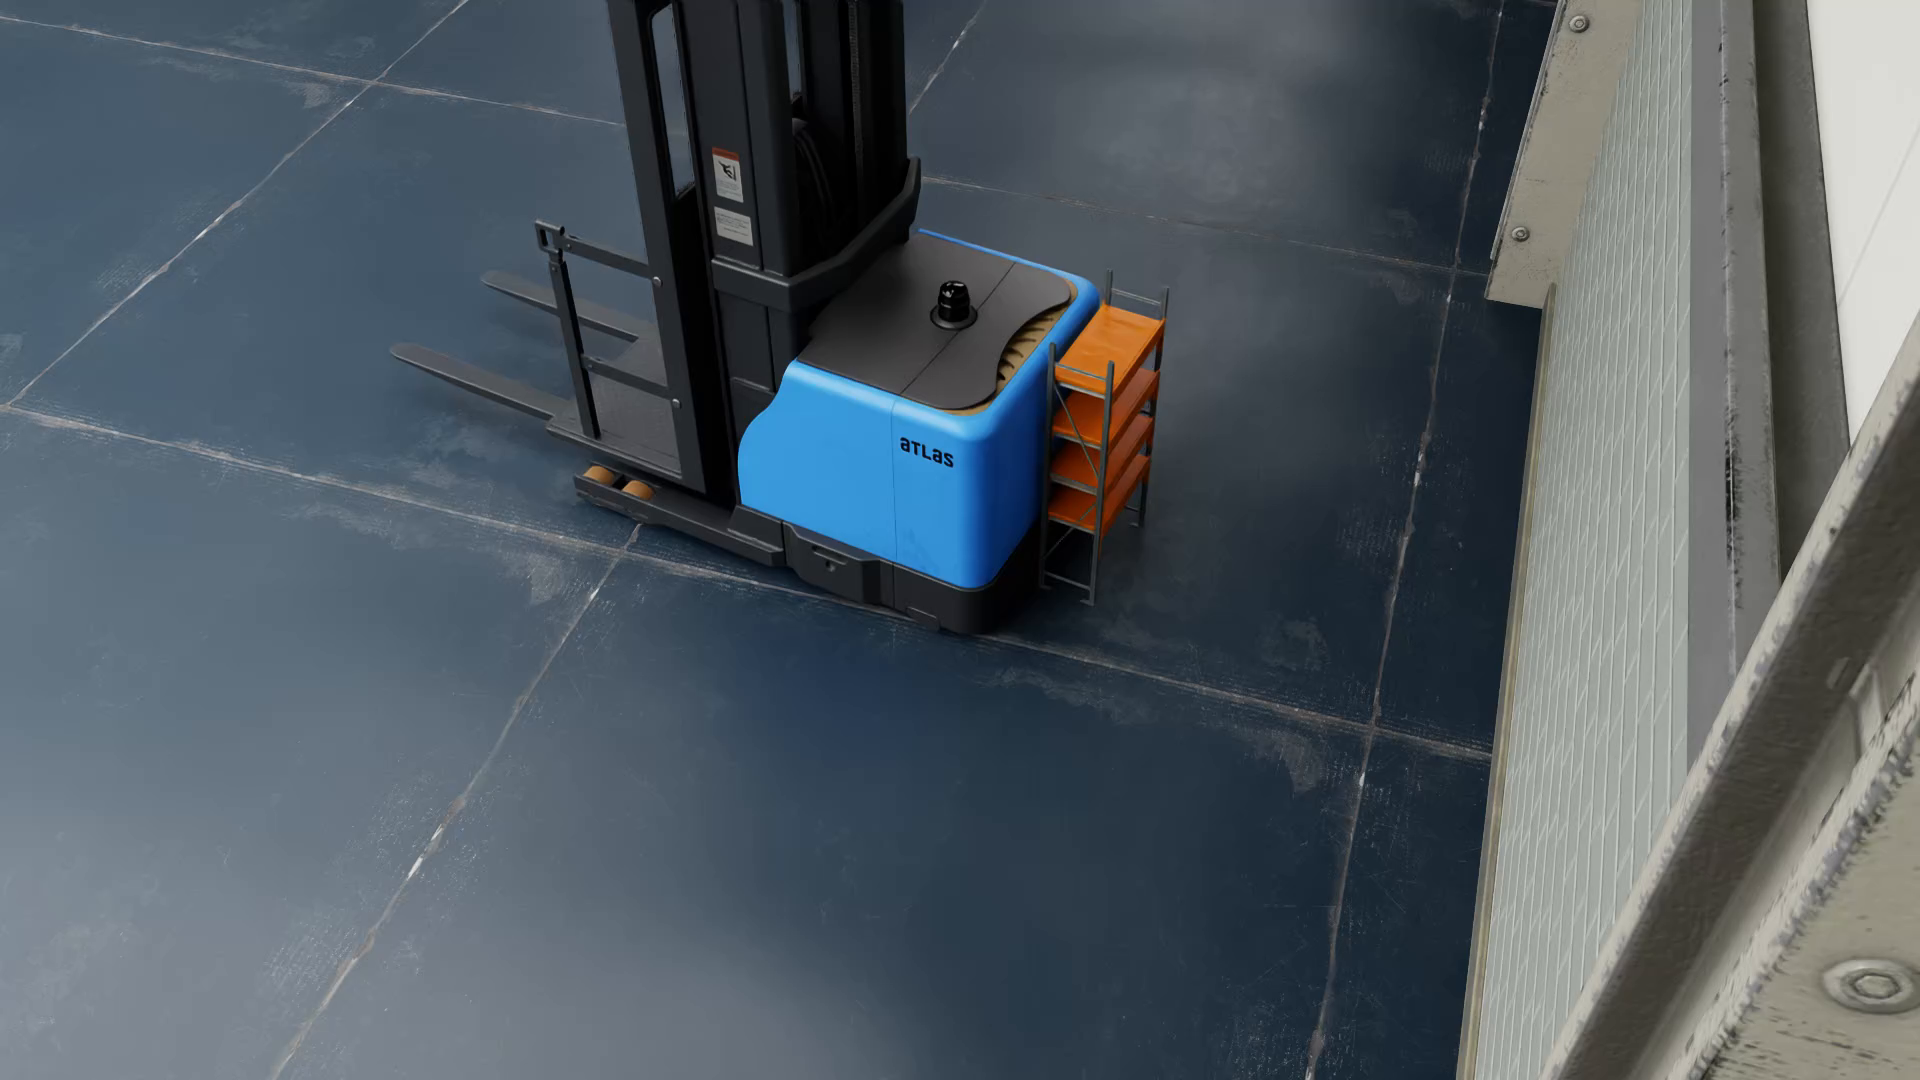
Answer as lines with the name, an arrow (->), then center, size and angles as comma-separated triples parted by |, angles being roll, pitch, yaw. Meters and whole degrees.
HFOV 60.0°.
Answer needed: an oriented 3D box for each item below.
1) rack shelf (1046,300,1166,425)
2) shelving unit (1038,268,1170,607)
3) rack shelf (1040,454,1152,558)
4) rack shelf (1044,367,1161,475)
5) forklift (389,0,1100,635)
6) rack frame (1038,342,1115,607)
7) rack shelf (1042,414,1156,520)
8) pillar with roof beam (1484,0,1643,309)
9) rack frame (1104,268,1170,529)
rack shelf -> 0.530, -0.644, 5.989 | 0.258, 0.148, 0.480 | 20, 48, 19
shelving unit -> 0.530, -0.364, 6.264 | 0.258, 1.200, 0.503 | 20, 48, 19
rack shelf -> 0.530, -0.174, 6.450 | 0.258, 0.148, 0.480 | 20, 48, 19
rack shelf -> 0.530, -0.475, 6.154 | 0.258, 0.148, 0.480 | 20, 48, 19
forklift -> -1.009, -1.430, 6.116 | 3.031, 2.935, 1.130 | 20, 48, 20
rack frame -> 0.417, -0.212, 6.109 | 0.240, 1.200, 0.015 | 20, 48, 19
rack shelf -> 0.530, -0.316, 6.311 | 0.258, 0.148, 0.480 | 20, 48, 19
pillar with roof beam -> -1.397, -5.379, 5.813 | 9.100, 9.000, 0.400 | 13, 46, 13
rack frame -> 0.642, -0.515, 6.419 | 0.240, 1.200, 0.015 | 20, 48, 19
